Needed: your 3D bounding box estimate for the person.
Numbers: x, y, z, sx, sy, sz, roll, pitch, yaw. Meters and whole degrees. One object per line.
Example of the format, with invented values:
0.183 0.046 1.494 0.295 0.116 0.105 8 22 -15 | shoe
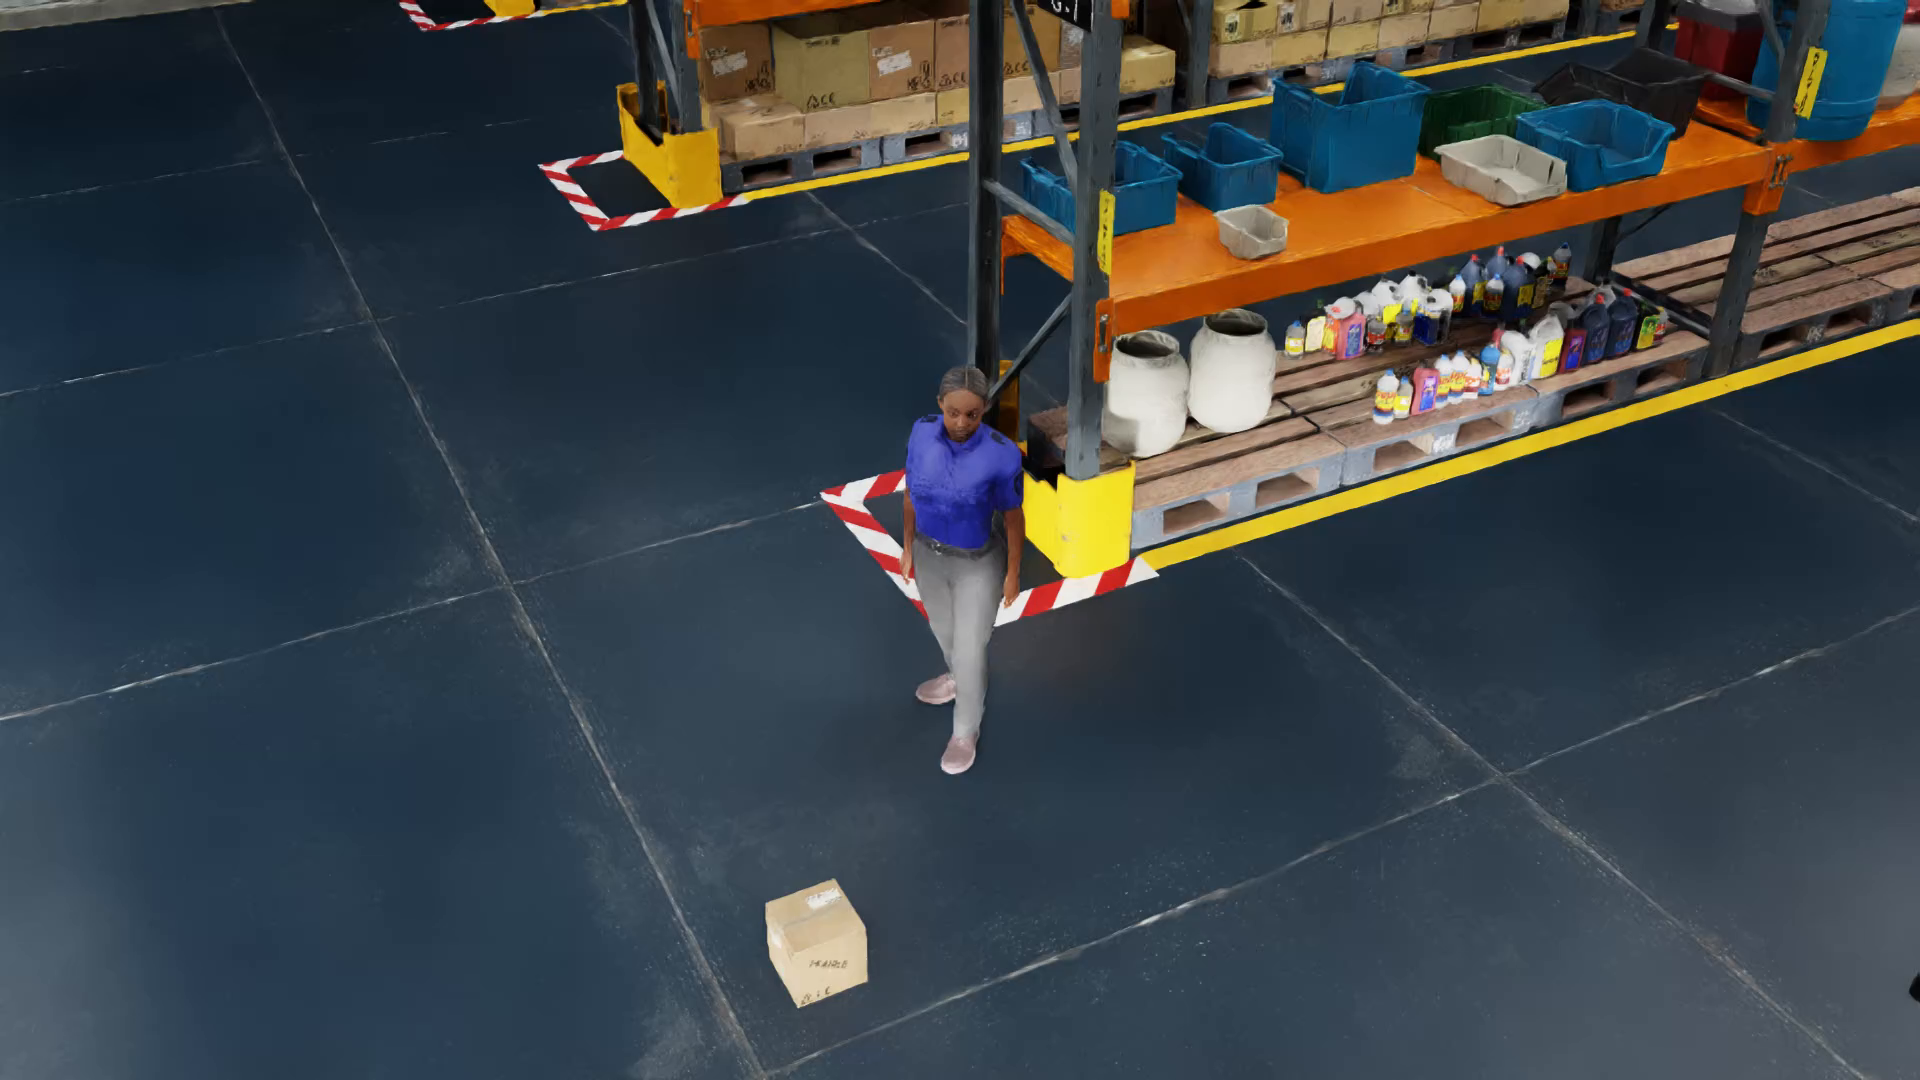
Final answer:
0.013 0.049 6.075 0.498 1.646 0.546 17 37 24 | person
